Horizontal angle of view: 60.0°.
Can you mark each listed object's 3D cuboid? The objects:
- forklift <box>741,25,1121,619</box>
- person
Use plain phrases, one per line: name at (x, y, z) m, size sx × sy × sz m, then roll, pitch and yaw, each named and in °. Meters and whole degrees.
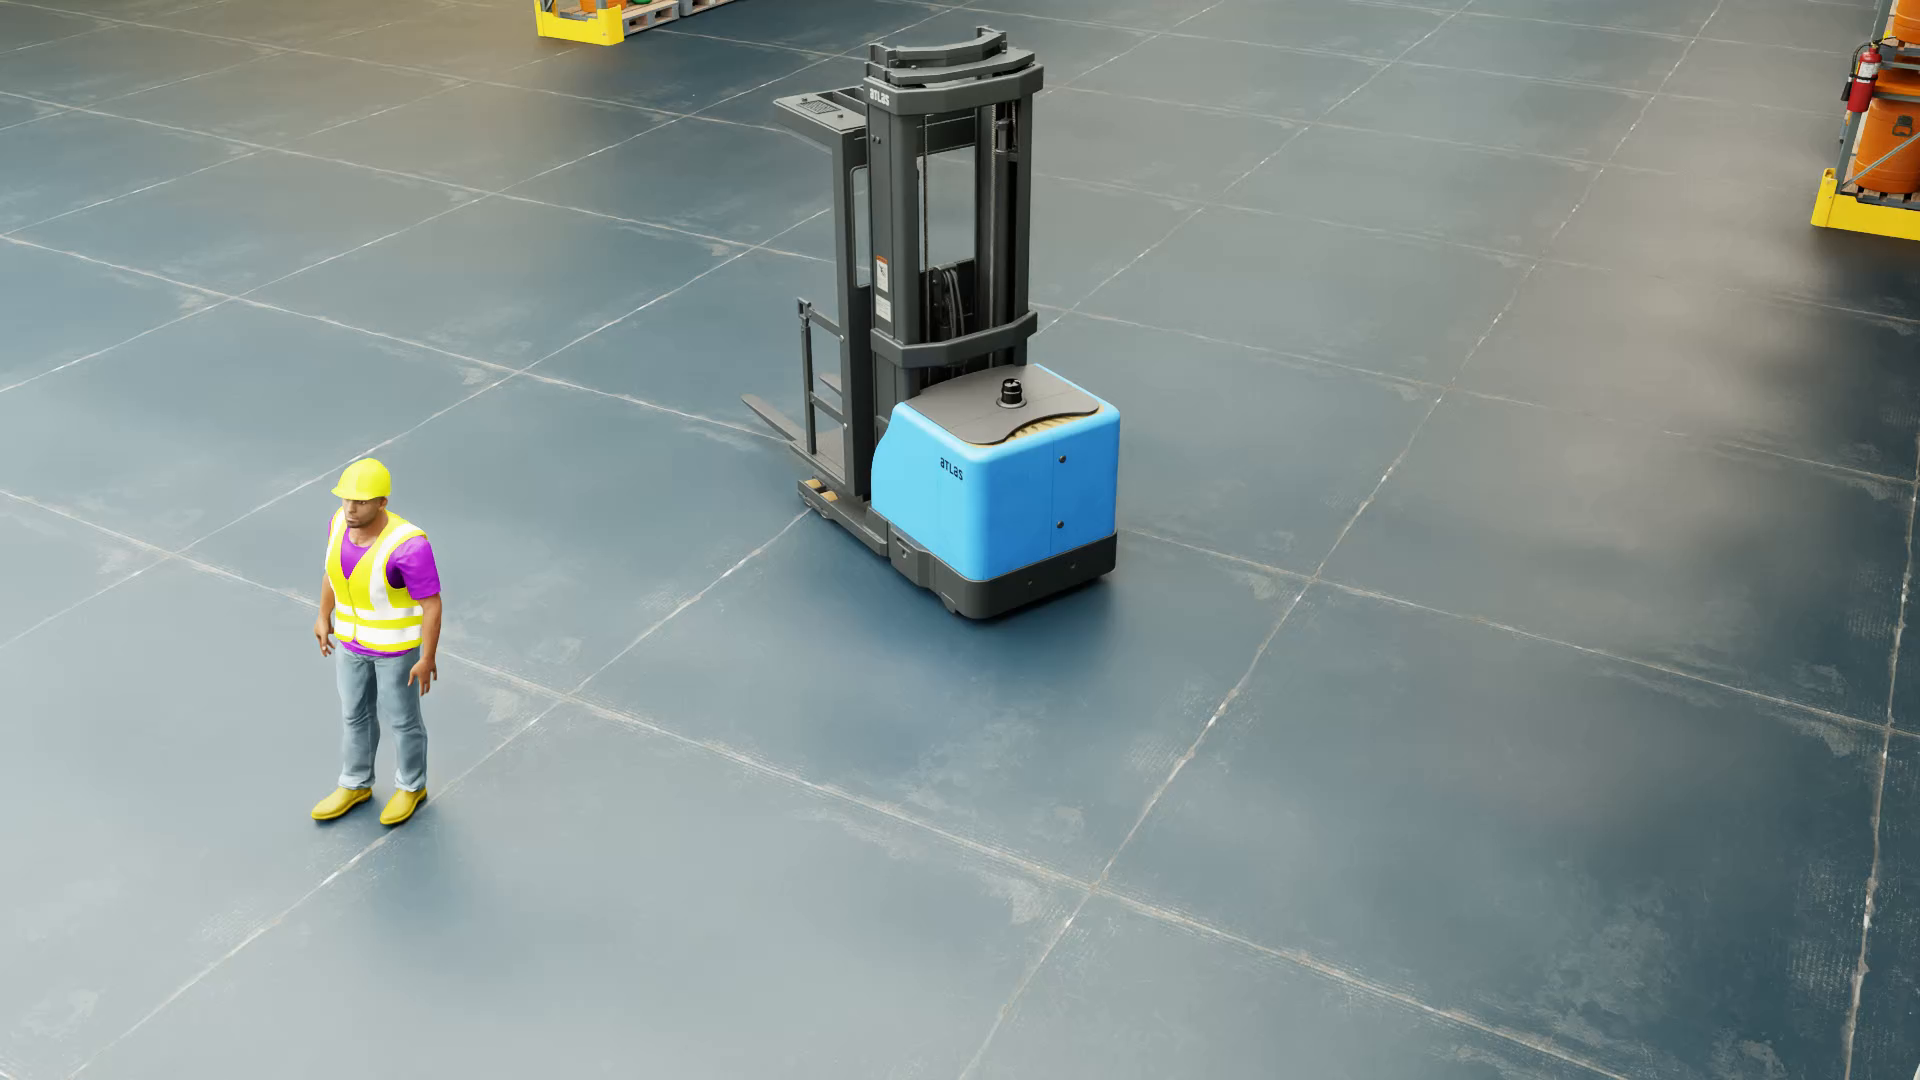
forklift at (-0.351, -1.524, 9.712) m, size 1.130 × 2.935 × 3.031 m, roll -19°, pitch 35°, yaw -29°
person at (-2.629, 0.479, 7.392) m, size 0.666 × 1.765 × 0.577 m, roll 14°, pitch 33°, yaw 22°
